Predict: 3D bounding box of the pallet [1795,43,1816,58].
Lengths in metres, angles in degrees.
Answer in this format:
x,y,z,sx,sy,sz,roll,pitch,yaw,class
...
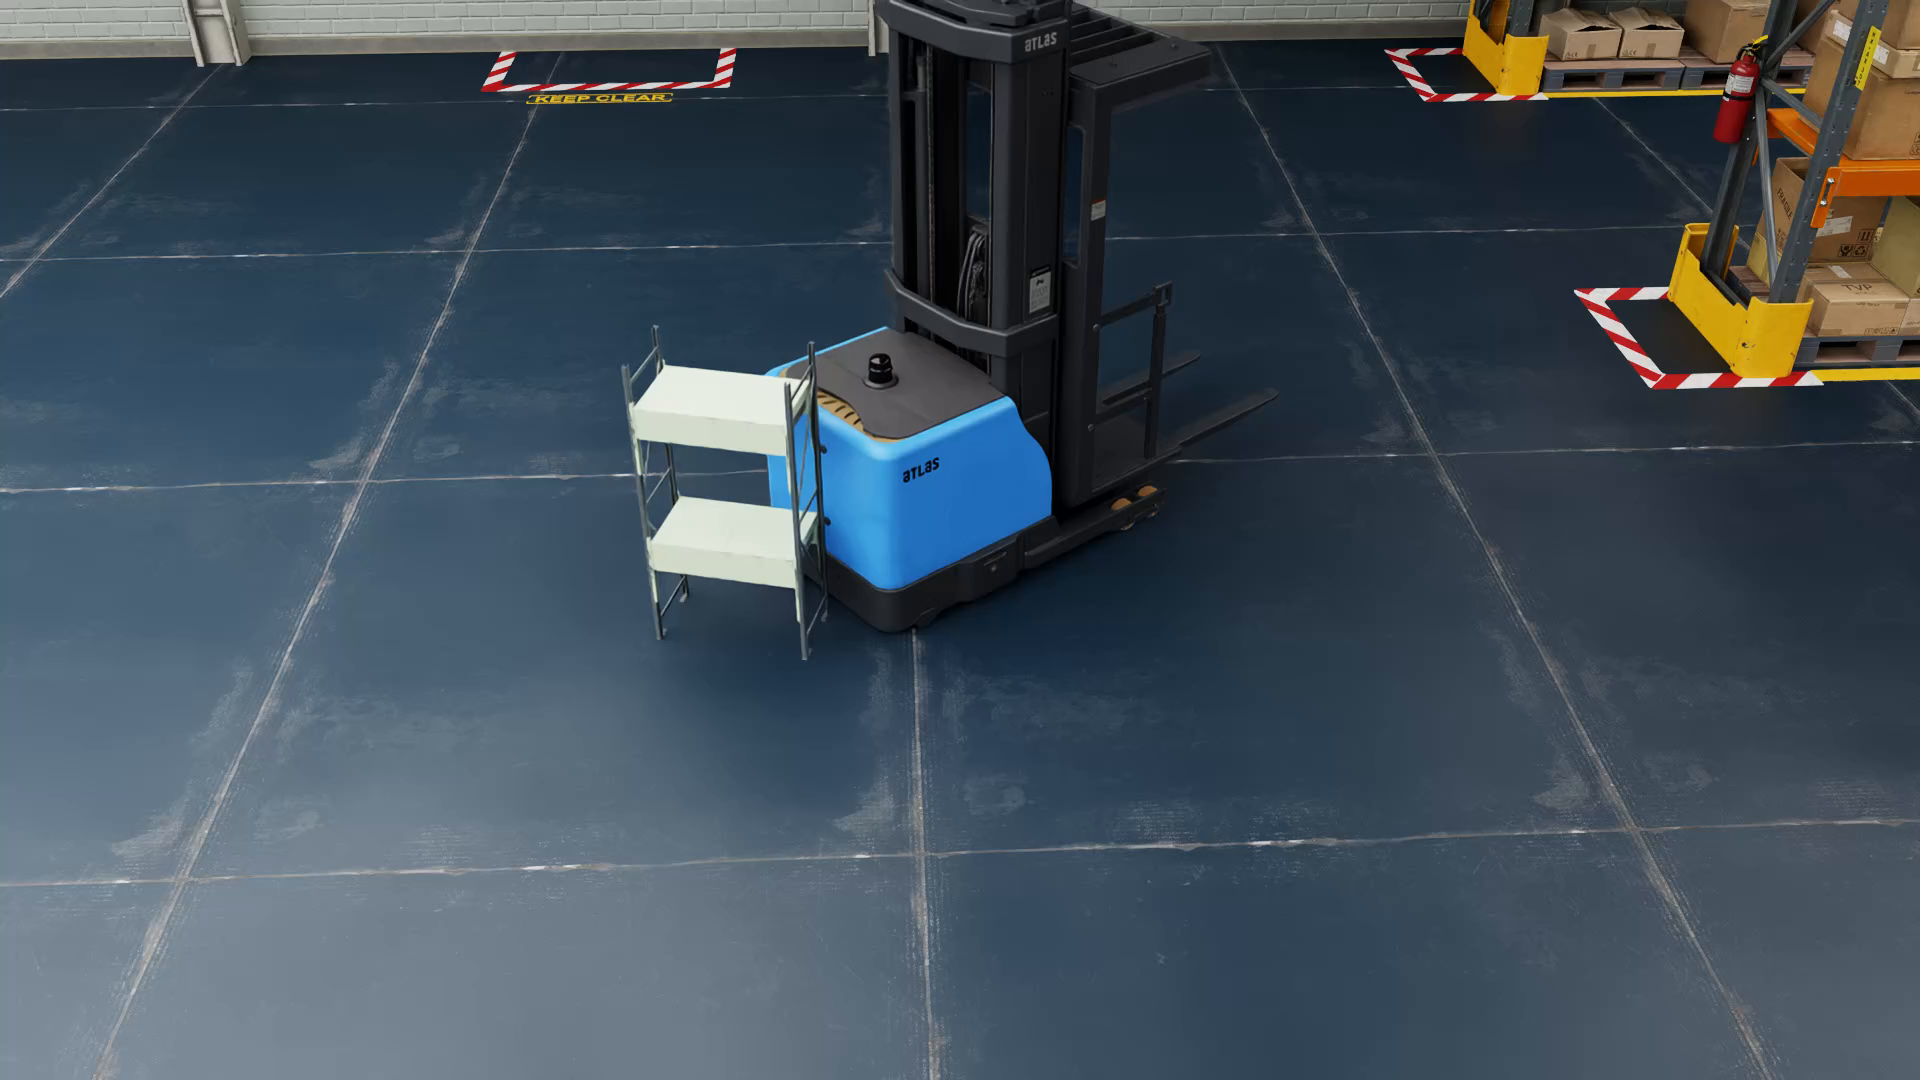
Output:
x,y,z,sx,sy,sz,roll,pitch,yaw,class
8.025,-4.298,14.775,1.213,0.211,1.003,-2,35,-2,pallet

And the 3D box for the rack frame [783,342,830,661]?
x,y,z,sx,sy,sz,roll,pitch,yaw,class
-0.698,-0.152,7.652,0.023,1.500,0.400,7,35,10,rack frame

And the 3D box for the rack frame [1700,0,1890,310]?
x,y,z,sx,sy,sz,roll,pitch,yaw,class
4.937,-2.559,9.812,0.127,3.000,1.000,-2,35,-2,rack frame

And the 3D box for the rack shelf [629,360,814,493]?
x,y,z,sx,sy,sz,roll,pitch,yaw,class
-1.056,-0.517,7.493,0.720,0.370,0.431,7,35,10,rack shelf

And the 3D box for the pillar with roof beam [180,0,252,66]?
x,y,z,sx,sy,sz,roll,pitch,yaw,class
-6.426,-5.582,8.908,0.400,9.000,9.100,-2,35,-2,pillar with roof beam

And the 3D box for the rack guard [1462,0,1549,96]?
x,y,z,sx,sy,sz,roll,pitch,yaw,class
4.775,-4.349,14.595,0.348,0.500,1.175,-2,35,-2,rack guard

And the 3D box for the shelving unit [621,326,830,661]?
x,y,z,sx,sy,sz,roll,pitch,yaw,class
-1.056,-0.196,7.715,0.755,1.500,0.431,7,35,10,shelving unit

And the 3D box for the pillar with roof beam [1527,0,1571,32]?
x,y,z,sx,sy,sz,roll,pitch,yaw,class
5.561,-5.905,9.375,0.400,9.000,9.100,-2,35,-2,pillar with roof beam

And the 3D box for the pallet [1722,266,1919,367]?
x,y,z,sx,sy,sz,roll,pitch,yaw,class
5.699,-1.457,10.670,1.213,0.211,1.003,-2,35,-2,pallet

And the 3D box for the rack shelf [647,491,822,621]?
x,y,z,sx,sy,sz,roll,pitch,yaw,class
-1.056,0.072,7.901,0.720,0.370,0.431,7,35,10,rack shelf

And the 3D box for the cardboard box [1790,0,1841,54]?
x,y,z,sx,sy,sz,roll,pitch,yaw,class
7.660,-4.585,14.550,0.500,0.500,0.500,-4,35,-6,cardboard box

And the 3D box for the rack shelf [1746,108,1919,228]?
x,y,z,sx,sy,sz,roll,pitch,yaw,class
6.935,-2.317,10.095,4.000,0.370,1.077,-2,35,-2,rack shelf

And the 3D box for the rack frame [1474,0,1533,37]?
x,y,z,sx,sy,sz,roll,pitch,yaw,class
4.699,-5.375,13.881,0.127,3.000,1.000,-2,35,-2,rack frame

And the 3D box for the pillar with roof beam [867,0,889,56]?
x,y,z,sx,sy,sz,roll,pitch,yaw,class
-0.432,-5.744,9.142,0.400,9.000,9.100,-2,35,-2,pillar with roof beam

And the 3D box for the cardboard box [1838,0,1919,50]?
x,y,z,sx,sy,sz,roll,pitch,yaw,class
5.457,-3.141,9.424,0.500,0.500,0.700,-1,35,-2,cardboard box

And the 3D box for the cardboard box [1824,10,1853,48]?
x,y,z,sx,sy,sz,roll,pitch,yaw,class
5.310,-2.986,9.771,0.250,0.149,0.380,-2,35,-3,cardboard box

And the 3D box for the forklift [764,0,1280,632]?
x,y,z,sx,sy,sz,roll,pitch,yaw,class
0.476,-1.463,8.289,3.031,2.935,1.130,-26,42,-32,forklift

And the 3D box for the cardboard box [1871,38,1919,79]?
x,y,z,sx,sy,sz,roll,pitch,yaw,class
5.339,-2.755,9.438,0.250,0.149,0.380,-2,35,-3,cardboard box

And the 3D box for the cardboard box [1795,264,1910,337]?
x,y,z,sx,sy,sz,roll,pitch,yaw,class
5.483,-1.489,10.313,0.500,0.250,0.500,-2,35,-2,cardboard box

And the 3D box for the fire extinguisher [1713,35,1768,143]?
x,y,z,sx,sy,sz,roll,pitch,yaw,class
4.797,-2.788,10.211,0.183,0.674,0.296,-2,35,-2,fire extinguisher

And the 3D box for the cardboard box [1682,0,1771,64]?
x,y,z,sx,sy,sz,roll,pitch,yaw,class
6.699,-4.502,14.430,0.500,0.500,0.700,-4,35,-5,cardboard box

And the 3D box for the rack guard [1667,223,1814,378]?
x,y,z,sx,sy,sz,roll,pitch,yaw,class
4.913,-1.531,10.523,0.348,0.500,1.175,-2,35,-2,rack guard

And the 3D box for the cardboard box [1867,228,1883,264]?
x,y,z,sx,sy,sz,roll,pitch,yaw,class
5.958,-1.804,10.768,0.500,0.250,0.500,-2,35,-2,cardboard box

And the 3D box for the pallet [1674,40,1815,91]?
x,y,z,sx,sy,sz,roll,pitch,yaw,class
6.804,-4.263,14.725,1.213,0.211,1.003,-2,35,-2,pallet

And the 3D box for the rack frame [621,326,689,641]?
x,y,z,sx,sy,sz,roll,pitch,yaw,class
-1.414,-0.240,7.779,0.023,1.500,0.400,7,35,10,rack frame

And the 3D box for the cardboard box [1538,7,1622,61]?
x,y,z,sx,sy,sz,roll,pitch,yaw,class
5.394,-4.418,14.474,0.500,0.311,0.500,-5,35,-8,cardboard box

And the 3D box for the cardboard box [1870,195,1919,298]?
x,y,z,sx,sy,sz,roll,pitch,yaw,class
5.983,-1.812,10.121,0.500,0.500,0.500,-2,35,-2,cardboard box

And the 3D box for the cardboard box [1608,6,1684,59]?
x,y,z,sx,sy,sz,roll,pitch,yaw,class
5.964,-4.433,14.496,0.500,0.311,0.500,1,35,2,cardboard box

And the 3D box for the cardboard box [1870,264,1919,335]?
x,y,z,sx,sy,sz,roll,pitch,yaw,class
5.983,-1.505,10.336,0.500,0.250,0.500,-2,35,-2,cardboard box

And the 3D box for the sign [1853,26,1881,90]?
x,y,z,sx,sy,sz,roll,pitch,yaw,class
4.957,-2.632,9.087,0.005,0.325,0.100,-2,35,-2,sign

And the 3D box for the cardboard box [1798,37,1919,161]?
x,y,z,sx,sy,sz,roll,pitch,yaw,class
5.404,-2.606,9.791,0.500,0.500,0.700,-2,35,-2,cardboard box

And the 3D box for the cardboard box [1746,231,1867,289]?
x,y,z,sx,sy,sz,roll,pitch,yaw,class
5.459,-1.784,10.739,0.500,0.250,0.500,-2,35,-2,cardboard box

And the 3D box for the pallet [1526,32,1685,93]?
x,y,z,sx,sy,sz,roll,pitch,yaw,class
5.588,-4.232,14.680,1.213,0.211,1.003,-2,35,-2,pallet

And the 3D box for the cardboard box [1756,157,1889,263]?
x,y,z,sx,sy,sz,roll,pitch,yaw,class
5.459,-2.093,10.527,0.500,0.500,0.500,-2,35,-2,cardboard box
